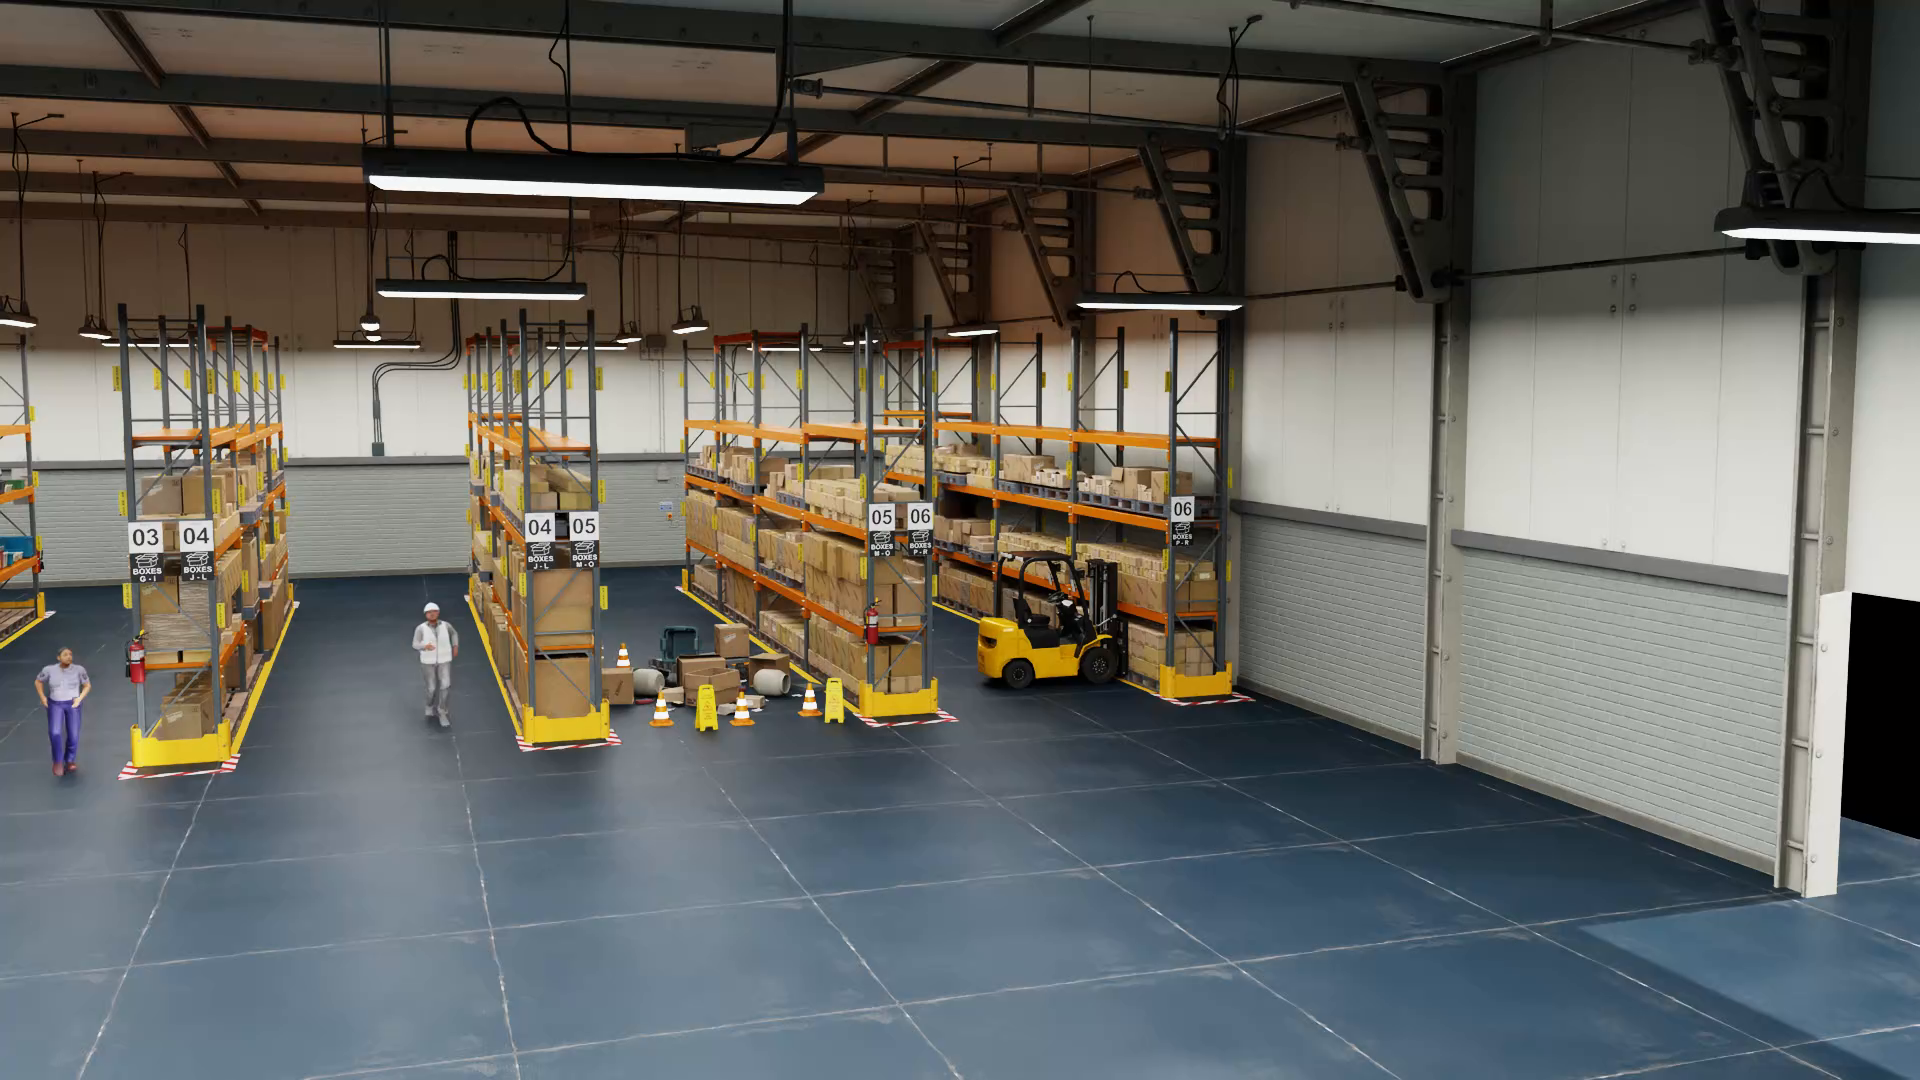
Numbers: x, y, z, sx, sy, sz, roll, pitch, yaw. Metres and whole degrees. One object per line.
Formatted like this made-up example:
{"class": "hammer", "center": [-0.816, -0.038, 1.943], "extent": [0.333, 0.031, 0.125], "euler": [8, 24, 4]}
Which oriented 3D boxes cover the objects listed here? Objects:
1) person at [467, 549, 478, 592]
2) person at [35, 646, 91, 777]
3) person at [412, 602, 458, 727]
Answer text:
{"class": "person", "center": [-11.395, 0.428, 39.524], "extent": [0.604, 1.666, 0.721], "euler": [-3, 6, -25]}
{"class": "person", "center": [-11.458, 2.183, 21.291], "extent": [0.619, 1.650, 0.653], "euler": [-3, 6, -32]}
{"class": "person", "center": [-7.708, 1.820, 24.478], "extent": [0.661, 1.809, 0.822], "euler": [-2, 6, -22]}
